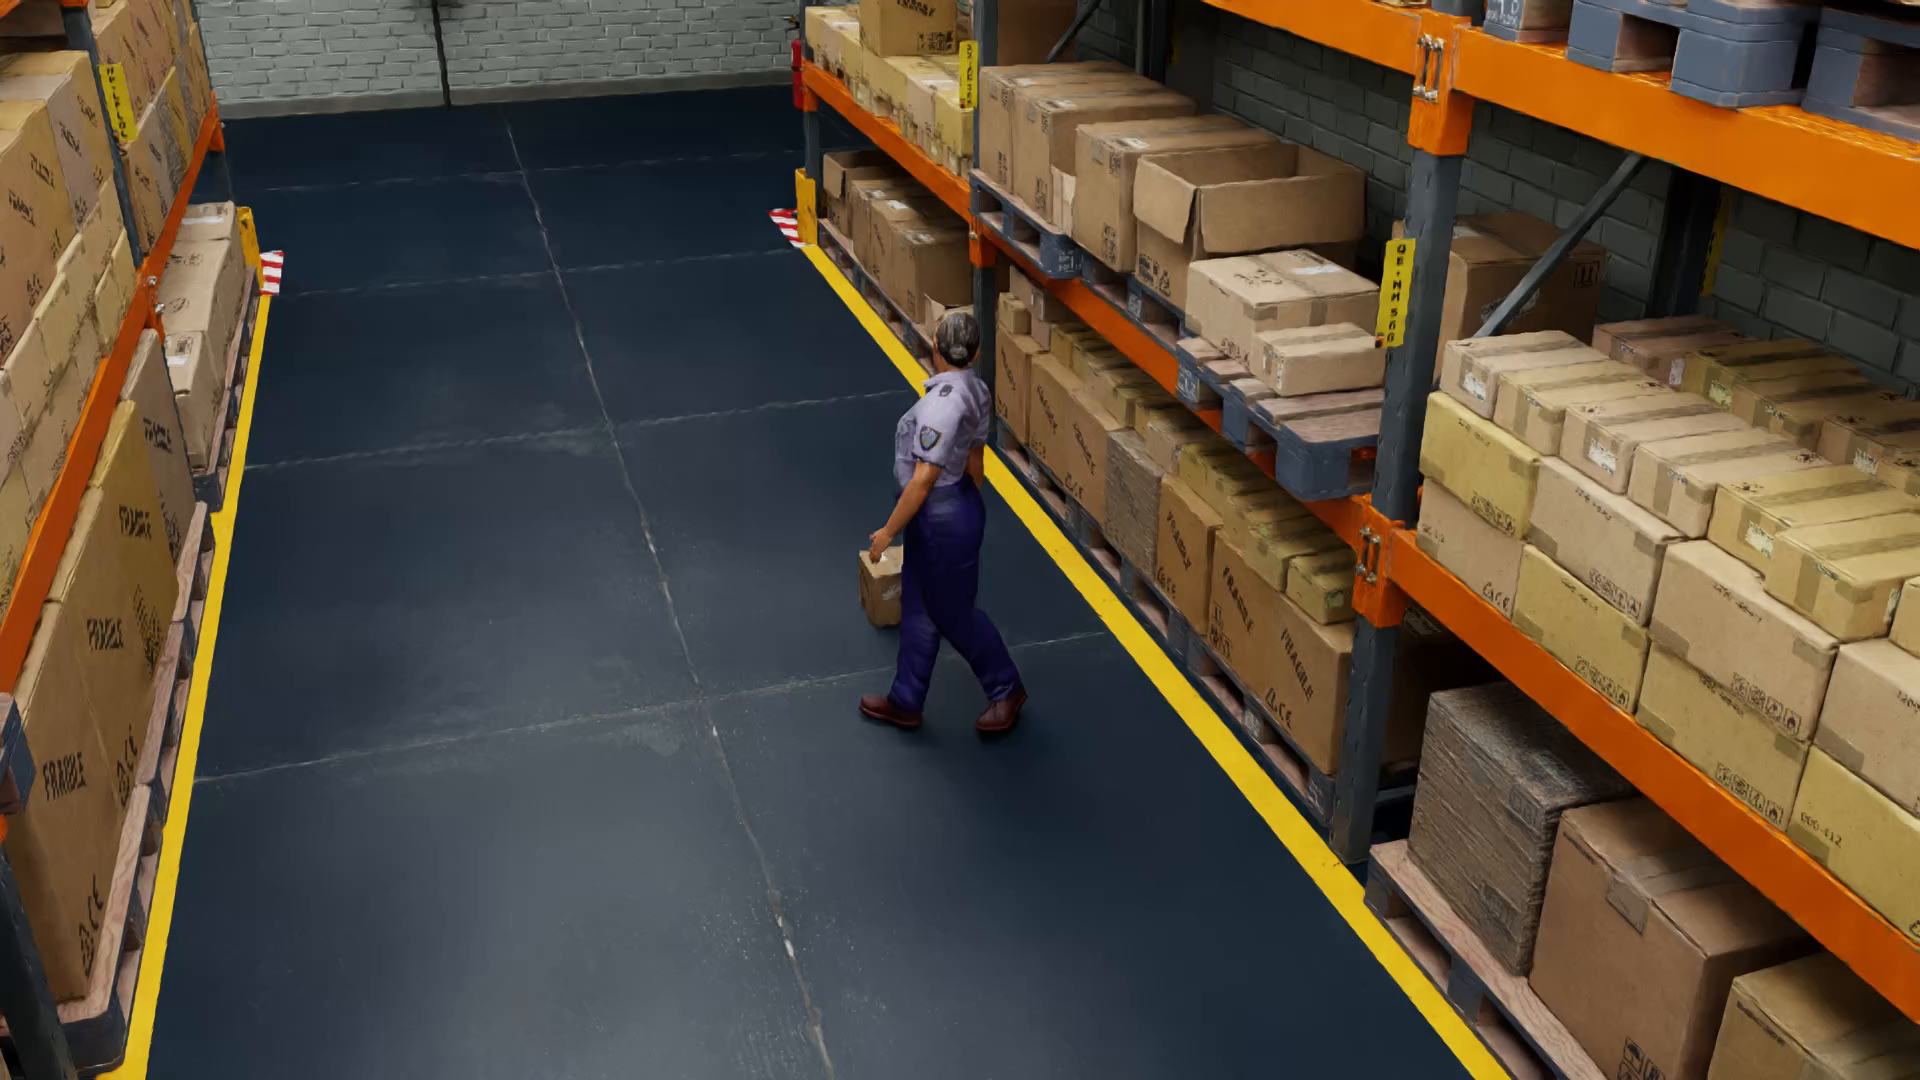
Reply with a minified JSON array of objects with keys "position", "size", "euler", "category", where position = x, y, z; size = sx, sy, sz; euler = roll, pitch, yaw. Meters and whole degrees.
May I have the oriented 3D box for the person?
[{"position":[-0.066,-0.048,6.290],"size":[0.669,1.604,0.528],"euler":[2,27,3],"category":"person"}]
